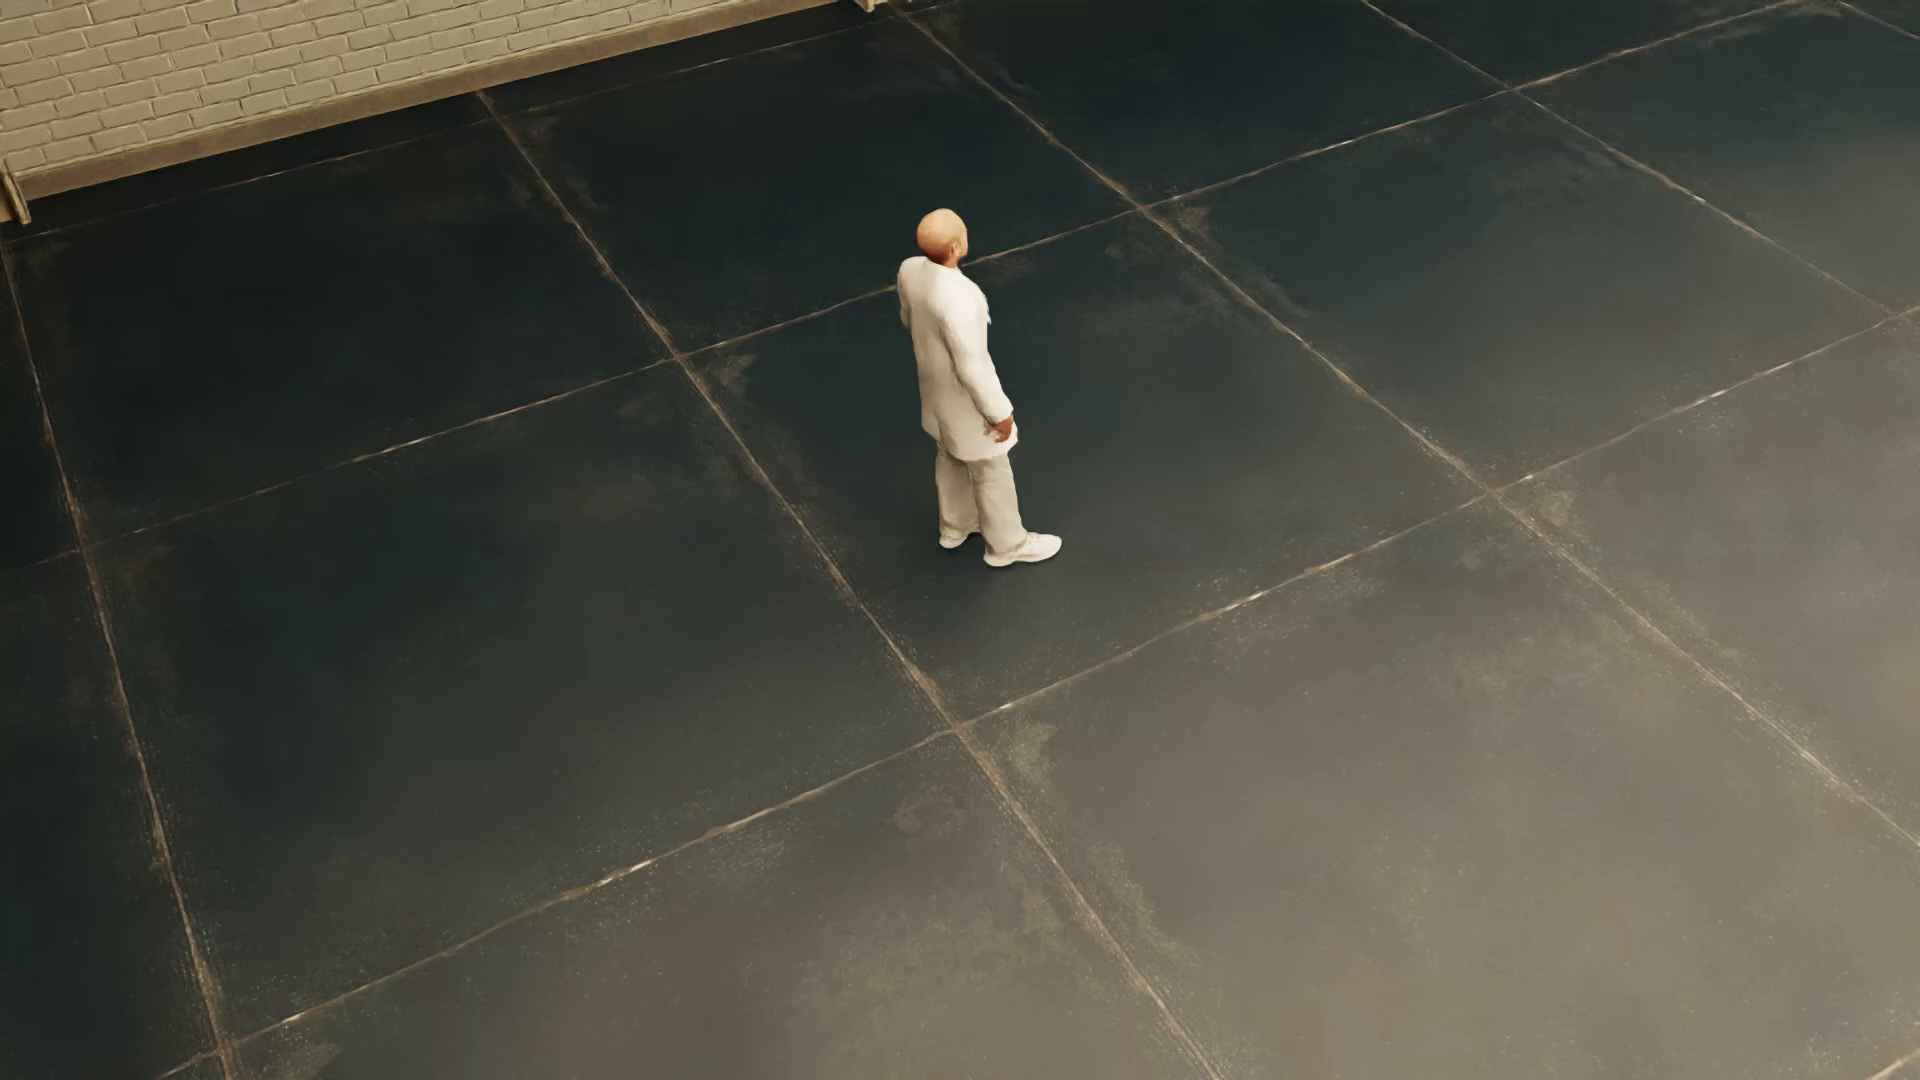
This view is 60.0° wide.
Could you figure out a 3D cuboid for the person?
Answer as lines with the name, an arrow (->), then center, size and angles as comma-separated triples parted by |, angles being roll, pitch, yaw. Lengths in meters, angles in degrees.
person -> 0.081, -0.685, 7.274 | 0.579, 1.776, 0.694 | -21, 47, -21
